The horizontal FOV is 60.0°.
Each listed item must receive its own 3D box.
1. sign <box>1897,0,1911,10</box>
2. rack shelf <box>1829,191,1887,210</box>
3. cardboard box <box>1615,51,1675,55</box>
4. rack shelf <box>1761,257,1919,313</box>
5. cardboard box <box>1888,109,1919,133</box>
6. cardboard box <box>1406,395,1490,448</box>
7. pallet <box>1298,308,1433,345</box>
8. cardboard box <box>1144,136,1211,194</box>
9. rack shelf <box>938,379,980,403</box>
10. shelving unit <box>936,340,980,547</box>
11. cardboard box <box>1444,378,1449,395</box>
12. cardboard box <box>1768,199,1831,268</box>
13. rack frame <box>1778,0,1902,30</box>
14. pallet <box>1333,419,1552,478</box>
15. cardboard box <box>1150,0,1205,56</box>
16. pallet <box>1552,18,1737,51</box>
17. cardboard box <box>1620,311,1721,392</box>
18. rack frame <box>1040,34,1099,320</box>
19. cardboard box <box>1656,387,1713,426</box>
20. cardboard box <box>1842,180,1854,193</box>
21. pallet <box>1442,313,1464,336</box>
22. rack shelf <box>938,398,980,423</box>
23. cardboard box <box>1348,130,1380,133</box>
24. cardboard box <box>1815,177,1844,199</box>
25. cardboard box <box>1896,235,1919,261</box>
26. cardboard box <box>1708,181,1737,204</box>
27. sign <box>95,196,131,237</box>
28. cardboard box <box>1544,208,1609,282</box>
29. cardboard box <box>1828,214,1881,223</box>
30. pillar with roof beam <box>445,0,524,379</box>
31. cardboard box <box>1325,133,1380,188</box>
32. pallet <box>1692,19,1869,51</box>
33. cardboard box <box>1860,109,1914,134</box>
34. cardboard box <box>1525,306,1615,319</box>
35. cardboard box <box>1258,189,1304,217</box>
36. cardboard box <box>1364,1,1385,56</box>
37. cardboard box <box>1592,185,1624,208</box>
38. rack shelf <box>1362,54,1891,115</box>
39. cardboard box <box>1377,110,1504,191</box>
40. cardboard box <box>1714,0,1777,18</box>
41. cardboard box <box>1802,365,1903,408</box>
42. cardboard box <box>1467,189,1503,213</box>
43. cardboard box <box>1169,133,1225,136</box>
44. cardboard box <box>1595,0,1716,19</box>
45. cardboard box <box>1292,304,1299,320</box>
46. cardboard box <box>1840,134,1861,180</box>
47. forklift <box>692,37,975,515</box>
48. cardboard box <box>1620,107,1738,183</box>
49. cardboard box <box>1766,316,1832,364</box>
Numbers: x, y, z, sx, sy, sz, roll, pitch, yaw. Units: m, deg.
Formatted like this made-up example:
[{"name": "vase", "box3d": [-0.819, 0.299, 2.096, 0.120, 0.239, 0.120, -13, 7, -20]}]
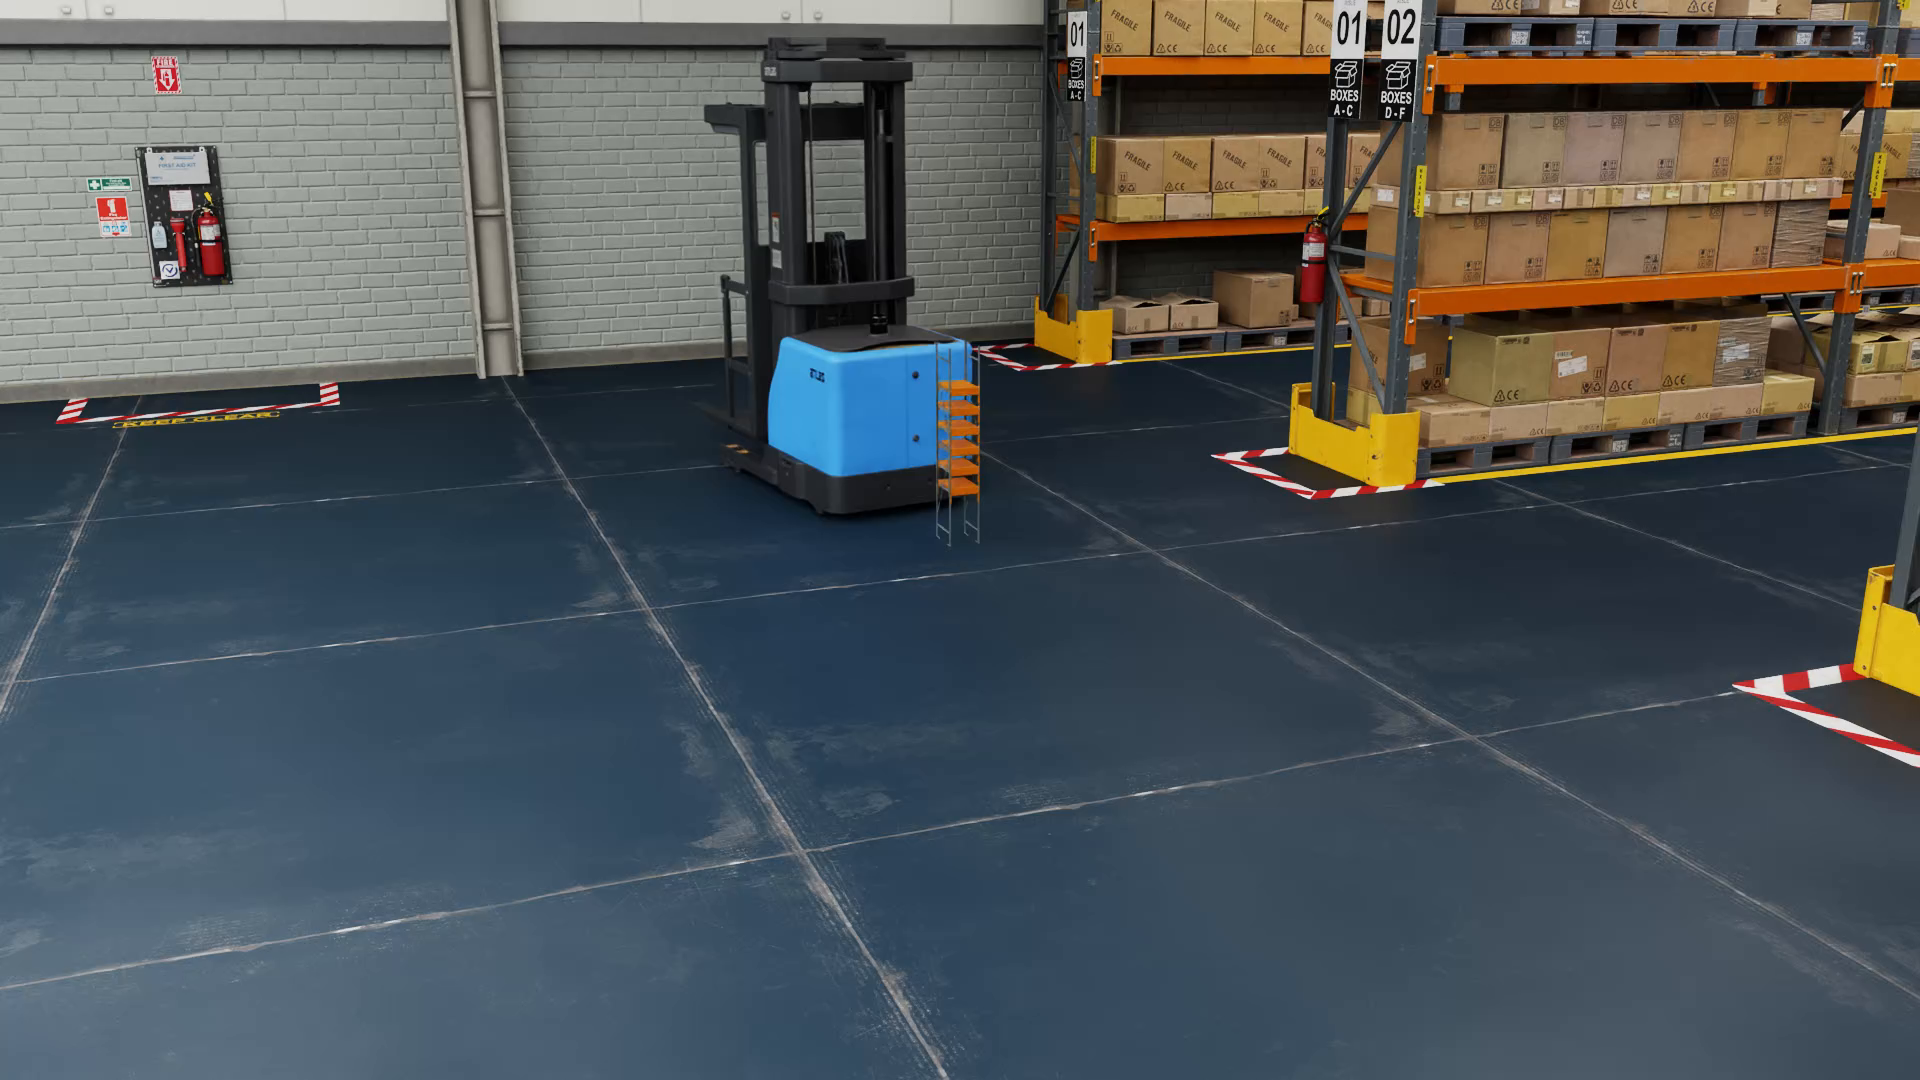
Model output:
[{"name": "sign", "box3d": [6.742, -3.950, 11.844, 0.005, 0.325, 0.100, -6, 17, -20]}, {"name": "rack shelf", "box3d": [10.369, -3.933, 19.446, 4.000, 0.370, 1.077, -6, 17, -20]}, {"name": "cardboard box", "box3d": [7.258, -5.469, 17.856, 0.637, 0.503, 0.797, -4, 17, -12]}, {"name": "rack shelf", "box3d": [8.410, -2.227, 13.636, 4.000, 0.370, 1.077, -6, 17, -20]}, {"name": "cardboard box", "box3d": [10.935, -4.826, 19.135, 0.500, 0.250, 0.500, -6, 17, -19]}, {"name": "cardboard box", "box3d": [3.387, -0.845, 11.787, 0.500, 0.250, 0.500, -6, 17, -20]}, {"name": "pallet", "box3d": [4.152, -2.259, 17.415, 1.213, 0.211, 1.003, -6, 17, -20]}, {"name": "cardboard box", "box3d": [2.049, -3.584, 15.879, 0.500, 0.500, 0.500, -6, 17, -20]}, {"name": "rack shelf", "box3d": [-0.014, -0.877, 9.835, 0.180, 0.103, 0.258, -6, 17, -20]}, {"name": "shelving unit", "box3d": [-0.014, -0.574, 9.924, 0.189, 1.200, 0.258, -6, 17, -20]}, {"name": "cardboard box", "box3d": [3.665, -1.035, 12.434, 0.500, 0.250, 0.500, -6, 17, -20]}, {"name": "cardboard box", "box3d": [6.130, -2.372, 12.676, 0.500, 0.500, 0.700, -7, 18, -22]}, {"name": "rack frame", "box3d": [6.542, -5.249, 12.002, 0.127, 3.000, 1.000, -6, 17, -20]}, {"name": "pallet", "box3d": [3.506, -0.718, 12.167, 1.213, 0.211, 1.003, -6, 17, -20]}, {"name": "cardboard box", "box3d": [1.947, -4.780, 15.515, 0.500, 0.500, 0.500, -5, 17, -16]}, {"name": "pallet", "box3d": [4.617, -3.553, 11.706, 1.213, 0.211, 1.003, -6, 17, -20]}, {"name": "cardboard box", "box3d": [5.251, -1.410, 12.379, 0.500, 0.500, 0.500, -6, 17, -20]}, {"name": "rack frame", "box3d": [1.031, -3.270, 15.911, 0.127, 3.000, 1.000, -6, 17, -20]}, {"name": "cardboard box", "box3d": [5.255, -1.047, 12.473, 0.500, 0.250, 0.500, -6, 17, -20]}, {"name": "cardboard box", "box3d": [10.083, -4.075, 19.063, 0.250, 0.149, 0.380, -6, 17, -19]}, {"name": "pallet", "box3d": [5.493, -2.415, 17.946, 1.213, 0.211, 1.003, -6, 17, -20]}, {"name": "rack shelf", "box3d": [-0.014, -0.762, 9.869, 0.180, 0.103, 0.258, -6, 17, -20]}, {"name": "cardboard box", "box3d": [4.252, -3.979, 17.223, 0.500, 0.500, 0.500, -7, 18, -21]}, {"name": "cardboard box", "box3d": [6.365, -2.646, 12.457, 0.250, 0.149, 0.380, -6, 17, -20]}, {"name": "cardboard box", "box3d": [7.443, -2.286, 13.004, 0.250, 0.149, 0.380, -6, 17, -20]}, {"name": "cardboard box", "box3d": [5.414, -2.544, 12.109, 0.250, 0.149, 0.380, -6, 17, -20]}, {"name": "sign", "box3d": [-7.102, -2.713, 13.950, 0.234, 0.329, 0.001, -6, 17, -20]}, {"name": "cardboard box", "box3d": [4.202, -2.162, 11.959, 0.500, 0.500, 0.700, -6, 17, -20]}, {"name": "cardboard box", "box3d": [10.055, -3.373, 19.332, 0.750, 0.750, 0.750, -6, 17, -20]}, {"name": "pillar with roof beam", "box3d": [-2.687, -4.709, 10.164, 0.400, 9.000, 9.100, -6, 17, -20]}, {"name": "cardboard box", "box3d": [3.971, -3.790, 16.582, 0.500, 0.500, 0.500, -6, 17, -20]}, {"name": "pallet", "box3d": [5.755, -3.675, 12.122, 1.213, 0.211, 1.003, -6, 17, -20]}, {"name": "cardboard box", "box3d": [10.459, -4.774, 18.960, 0.500, 0.250, 0.500, -7, 18, -21]}, {"name": "cardboard box", "box3d": [4.597, -1.497, 12.675, 0.500, 0.500, 0.500, -6, 17, -20]}, {"name": "cardboard box", "box3d": [3.031, -3.330, 16.345, 0.500, 0.250, 0.500, -6, 17, -20]}, {"name": "cardboard box", "box3d": [3.906, -5.007, 16.288, 0.500, 0.500, 0.500, -8, 18, -25]}, {"name": "cardboard box", "box3d": [4.452, -2.440, 11.755, 0.250, 0.149, 0.380, -6, 18, -21]}, {"name": "rack shelf", "box3d": [4.674, -3.263, 11.840, 4.000, 0.370, 1.077, -6, 17, -20]}, {"name": "cardboard box", "box3d": [3.297, -2.687, 11.445, 0.500, 0.500, 0.700, -6, 17, -20]}, {"name": "cardboard box", "box3d": [5.514, -3.765, 11.723, 0.250, 0.149, 0.380, -6, 17, -20]}, {"name": "cardboard box", "box3d": [7.007, -1.228, 13.092, 0.500, 0.250, 0.500, -7, 18, -21]}, {"name": "cardboard box", "box3d": [3.496, -2.337, 11.404, 0.250, 0.149, 0.380, -7, 18, -22]}, {"name": "cardboard box", "box3d": [2.350, -3.773, 16.522, 0.500, 0.500, 0.500, -7, 18, -22]}, {"name": "cardboard box", "box3d": [4.959, -3.995, 11.879, 0.637, 0.503, 0.797, -4, 17, -14]}, {"name": "cardboard box", "box3d": [3.265, -2.361, 17.093, 0.250, 0.149, 0.380, -8, 18, -25]}, {"name": "cardboard box", "box3d": [10.002, -4.359, 18.878, 0.500, 0.500, 0.500, -6, 17, -20]}, {"name": "forklift", "box3d": [-1.060, -1.932, 11.477, 1.130, 2.935, 3.031, -9, 19, -28]}, {"name": "cardboard box", "box3d": [5.191, -2.893, 12.147, 0.500, 0.500, 0.700, -6, 17, -20]}, {"name": "cardboard box", "box3d": [6.818, -1.638, 13.493, 0.500, 0.311, 0.500, -6, 17, -20]}]
